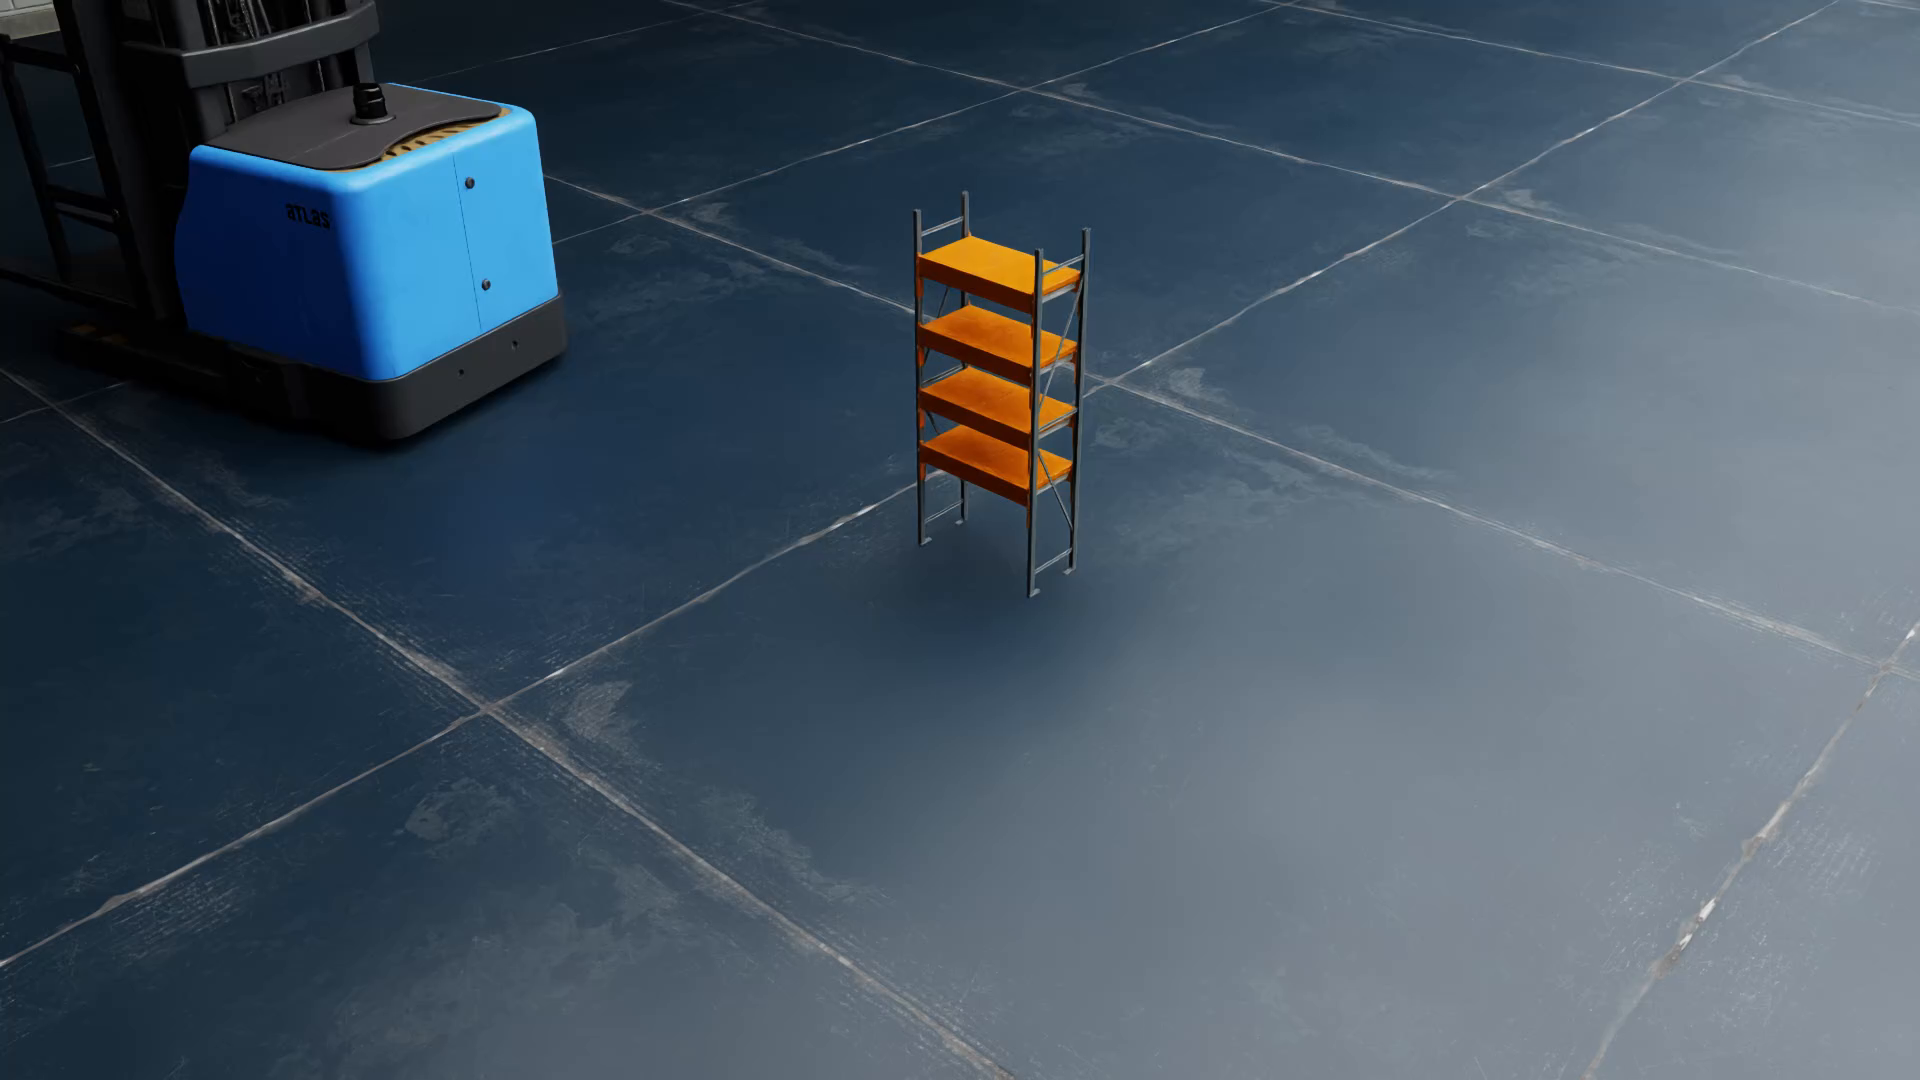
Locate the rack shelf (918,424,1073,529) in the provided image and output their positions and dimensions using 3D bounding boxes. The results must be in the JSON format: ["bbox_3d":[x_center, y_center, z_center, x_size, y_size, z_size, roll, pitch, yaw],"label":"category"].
[{"bbox_3d":[0.123,-0.229,5.482,0.480,0.148,0.258,25,39,35],"label":"rack shelf"}]

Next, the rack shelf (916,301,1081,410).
[{"bbox_3d":[0.123,-0.591,5.265,0.480,0.148,0.258,25,39,35],"label":"rack shelf"}]

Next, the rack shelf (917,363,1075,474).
[{"bbox_3d":[0.123,-0.399,5.380,0.480,0.148,0.258,25,39,35],"label":"rack shelf"}]

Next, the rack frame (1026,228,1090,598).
[{"bbox_3d":[0.304,-0.372,5.205,0.015,1.200,0.240,25,39,35],"label":"rack frame"}]

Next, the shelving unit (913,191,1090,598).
[{"bbox_3d":[0.123,-0.457,5.345,0.503,1.200,0.258,25,39,35],"label":"shelving unit"}]

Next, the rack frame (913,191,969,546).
[{"bbox_3d":[-0.058,-0.541,5.486,0.015,1.200,0.240,25,39,35],"label":"rack frame"}]

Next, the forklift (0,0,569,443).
[{"bbox_3d":[-3.175,-2.164,6.502,3.031,2.935,1.130,16,35,25],"label":"forklift"}]

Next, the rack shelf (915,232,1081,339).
[{"bbox_3d":[0.123,-0.793,5.143,0.480,0.148,0.258,25,39,35],"label":"rack shelf"}]
